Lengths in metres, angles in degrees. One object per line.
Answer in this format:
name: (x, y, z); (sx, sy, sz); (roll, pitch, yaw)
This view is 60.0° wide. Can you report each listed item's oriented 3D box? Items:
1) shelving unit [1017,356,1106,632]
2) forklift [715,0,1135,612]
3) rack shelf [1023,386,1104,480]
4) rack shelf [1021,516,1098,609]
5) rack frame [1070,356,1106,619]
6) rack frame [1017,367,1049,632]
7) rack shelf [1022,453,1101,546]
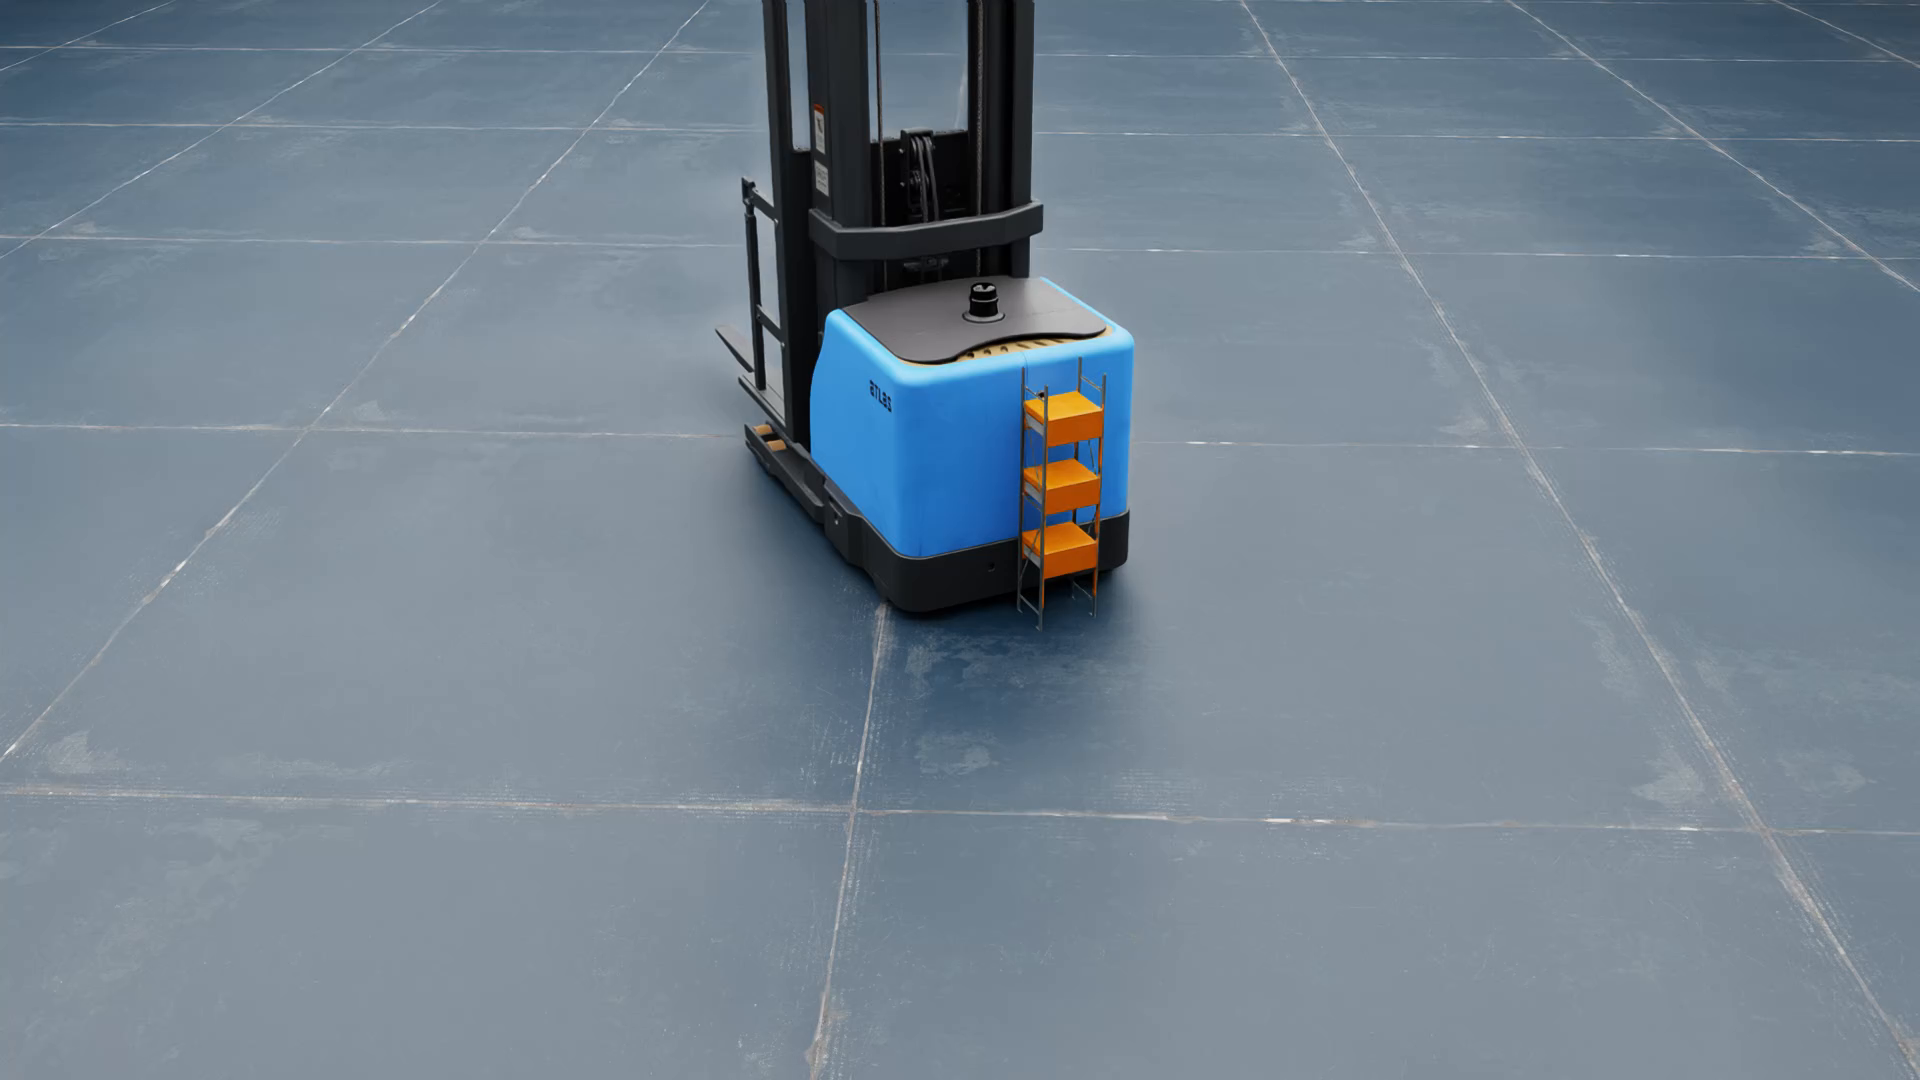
shelving unit: (0.387, -0.167, 6.444); (0.252, 1.050, 0.215); (-13, 30, -23)
forklift: (-0.377, -1.676, 7.283); (1.130, 2.935, 3.031); (-12, 30, -22)
rack shelf: (0.387, -0.408, 6.316); (0.240, 0.259, 0.215); (-13, 30, -23)
rack shelf: (0.387, 0.088, 6.579); (0.240, 0.259, 0.215); (-13, 30, -23)
rack frame: (0.497, -0.192, 6.491); (0.008, 1.050, 0.200); (-13, 30, -23)
rack frame: (0.277, -0.142, 6.397); (0.008, 1.050, 0.200); (-13, 30, -23)
rack shelf: (0.387, -0.158, 6.449); (0.240, 0.259, 0.215); (-13, 30, -23)
